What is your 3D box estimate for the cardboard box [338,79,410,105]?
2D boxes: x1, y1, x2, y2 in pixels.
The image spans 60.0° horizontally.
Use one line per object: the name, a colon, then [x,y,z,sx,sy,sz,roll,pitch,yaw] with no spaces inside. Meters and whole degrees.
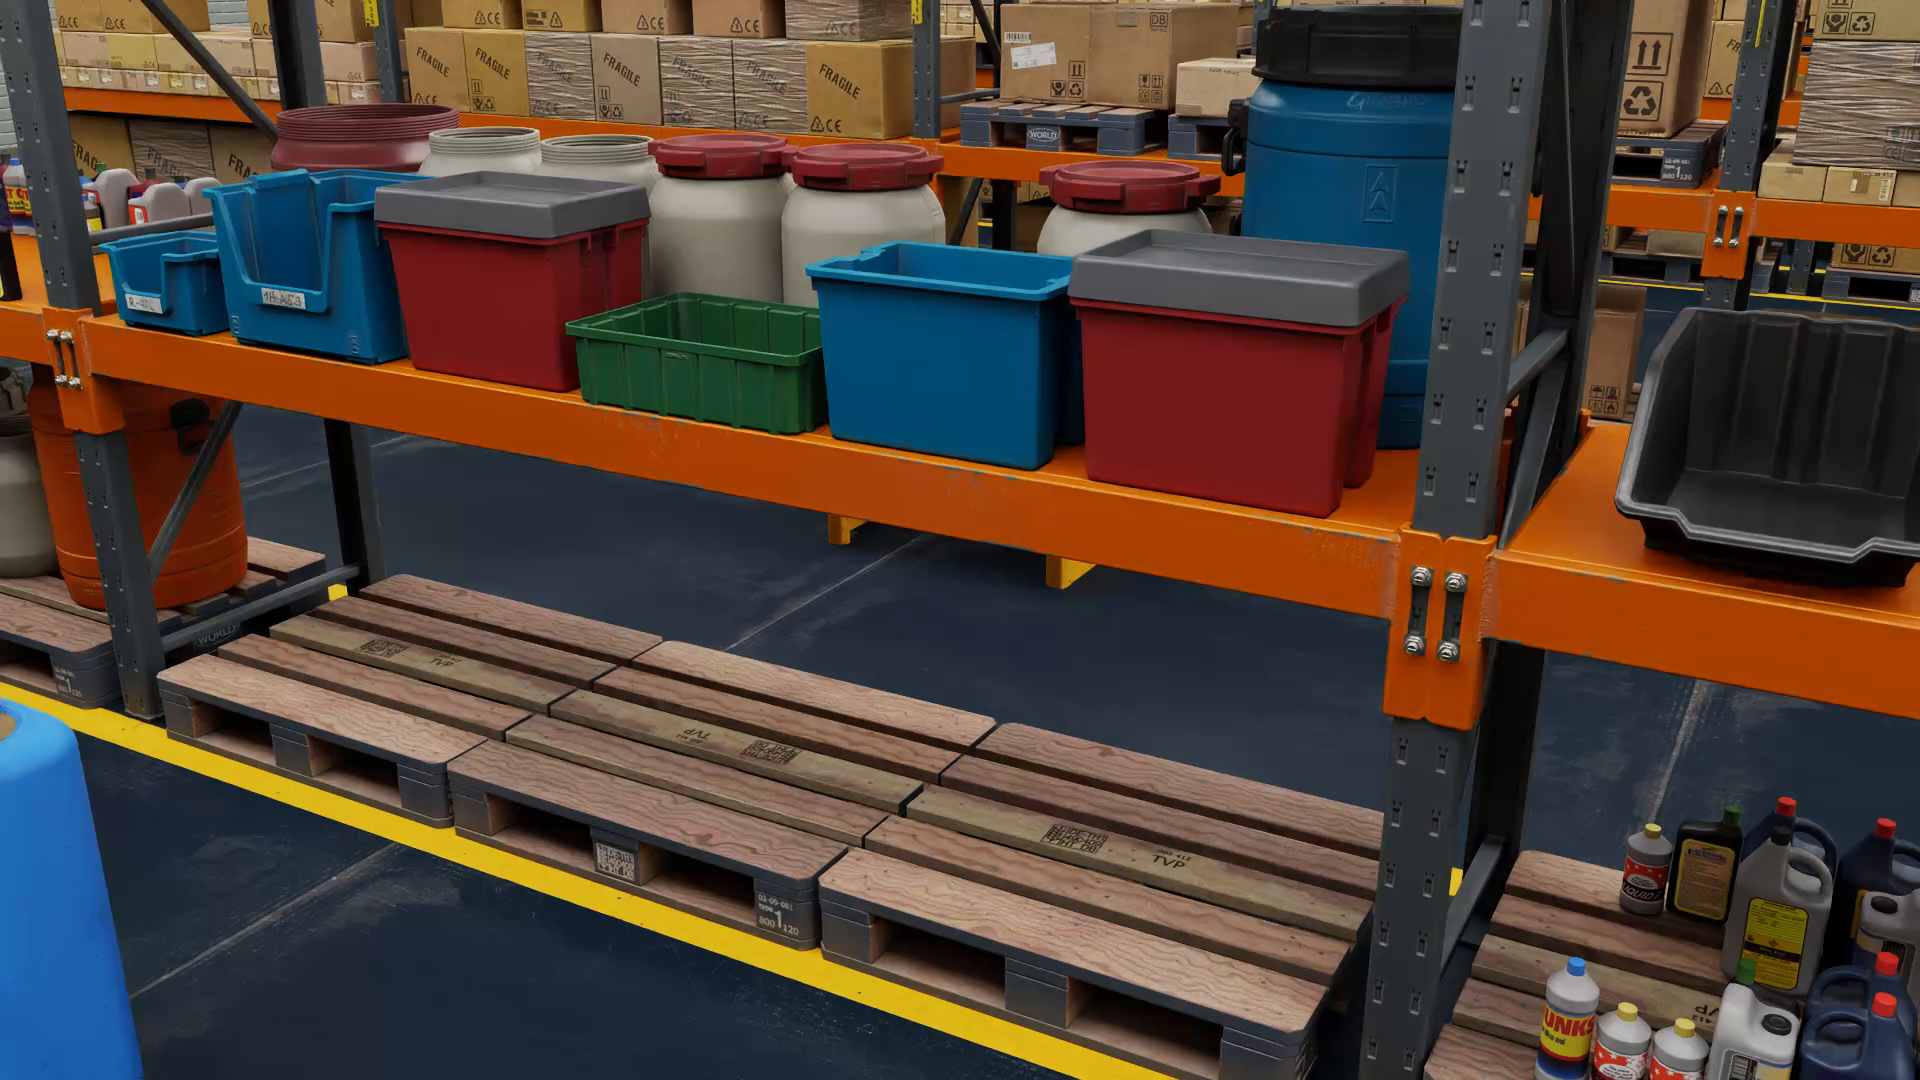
cardboard box: [-3.874,-2.962,11.002,0.250,0.149,0.380,11,23,28]

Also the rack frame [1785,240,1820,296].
rack frame: [6.043,-3.257,11.444,0.127,3.000,1.000,11,23,27]

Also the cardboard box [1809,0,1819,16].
cardboard box: [7.854,-5.140,15.437,0.500,0.500,0.500,10,22,26]

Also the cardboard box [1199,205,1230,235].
cardboard box: [1.112,-1.659,8.960,0.500,0.250,0.500,14,24,33]

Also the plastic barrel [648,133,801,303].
plastic barrel: [-0.626,-0.805,4.485,0.433,0.535,0.433,0,20,0]

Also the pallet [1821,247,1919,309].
pallet: [6.669,-1.796,11.507,1.213,0.211,1.003,11,23,27]

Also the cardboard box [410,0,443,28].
cardboard box: [-3.741,-3.705,11.364,0.500,0.500,0.500,11,23,27]

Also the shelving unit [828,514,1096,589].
shelving unit: [0.067,-0.692,6.574,1.083,1.500,0.587,11,23,27]

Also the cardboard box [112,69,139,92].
cardboard box: [-5.893,-3.347,12.061,0.250,0.149,0.380,10,22,26]

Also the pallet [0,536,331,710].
pallet: [-3.080,0.204,5.992,1.213,0.211,1.003,11,23,27]

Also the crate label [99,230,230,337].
crate label: [-2.186,-0.727,4.717,0.416,0.233,0.303,11,23,27]

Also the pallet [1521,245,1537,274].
pallet: [4.264,-2.254,12.770,1.213,0.211,1.003,11,23,27]

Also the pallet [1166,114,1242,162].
pallet: [1.792,-2.055,8.413,1.213,0.211,1.003,11,23,27]

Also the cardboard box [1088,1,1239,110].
cardboard box: [1.071,-2.566,8.777,0.500,0.500,0.700,15,25,35]

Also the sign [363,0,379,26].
sign: [-3.717,-3.406,10.471,0.005,0.325,0.100,11,23,27]

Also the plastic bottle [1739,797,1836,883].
plastic bottle: [1.824,0.737,3.673,0.185,0.351,0.144,10,22,26]

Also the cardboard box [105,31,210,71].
cardboard box: [-5.759,-3.533,11.989,0.500,0.250,0.500,10,22,26]

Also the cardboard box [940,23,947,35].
cardboard box: [-0.141,-4.335,14.169,0.250,0.149,0.380,11,23,28]

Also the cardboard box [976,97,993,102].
cardboard box: [0.275,-3.824,14.958,0.500,0.250,0.500,12,23,30]

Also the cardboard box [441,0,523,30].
cardboard box: [-2.886,-3.542,10.614,0.637,0.503,0.797,10,22,26]

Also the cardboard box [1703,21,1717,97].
cardboard box: [5.016,-3.395,11.679,0.500,0.500,0.500,11,22,27]

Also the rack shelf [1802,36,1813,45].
rack shelf: [9.041,-6.220,20.668,4.000,0.370,1.077,11,23,27]

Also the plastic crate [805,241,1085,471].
plastic crate: [0.006,-0.406,3.608,0.575,0.384,0.392,11,23,27]

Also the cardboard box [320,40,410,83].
cardboard box: [-3.961,-3.192,11.050,0.500,0.250,0.500,10,22,26]

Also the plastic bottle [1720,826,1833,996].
plastic bottle: [1.753,0.780,3.555,0.185,0.351,0.144,11,23,27]

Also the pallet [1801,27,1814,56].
pallet: [7.773,-4.827,16.056,1.213,0.211,1.003,11,23,27]

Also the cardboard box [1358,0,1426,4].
cardboard box: [3.381,-4.278,12.646,0.500,0.500,0.700,10,22,27]

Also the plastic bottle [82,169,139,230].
plastic bottle: [-2.995,-1.175,5.886,0.135,0.276,0.152,11,23,27]

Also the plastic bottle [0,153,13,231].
plastic bottle: [-3.578,-1.307,6.240,0.133,0.283,0.061,11,23,27]

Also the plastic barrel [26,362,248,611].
plastic barrel: [-2.807,-0.241,5.698,0.708,0.830,0.600,11,23,27]

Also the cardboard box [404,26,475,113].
cardboard box: [-3.168,-3.023,10.655,0.500,0.500,0.500,11,23,27]

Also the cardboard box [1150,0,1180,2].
cardboard box: [1.682,-4.268,13.114,0.250,0.149,0.380,10,22,27]

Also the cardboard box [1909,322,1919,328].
cardboard box: [4.370,-0.648,7.302,0.500,0.500,0.500,-17,26,-39]

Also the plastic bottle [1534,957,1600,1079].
plastic bottle: [1.185,0.937,3.240,0.097,0.271,0.097,0,20,0]

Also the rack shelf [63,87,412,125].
rack shelf: [-5.194,-3.122,12.127,4.000,0.370,1.077,11,23,27]

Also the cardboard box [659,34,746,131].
cardboard box: [-1.395,-2.688,9.729,0.500,0.500,0.500,10,22,26]

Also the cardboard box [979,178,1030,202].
cardboard box: [0.502,-3.237,14.440,0.500,0.500,0.500,11,23,28]

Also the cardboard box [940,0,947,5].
cardboard box: [-0.135,-4.614,14.065,0.250,0.149,0.380,10,22,27]

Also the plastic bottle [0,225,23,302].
plastic bottle: [-2.933,-0.873,5.044,0.133,0.283,0.061,11,23,27]

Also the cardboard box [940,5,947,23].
cardboard box: [-0.141,-4.476,14.121,0.250,0.149,0.380,10,22,25]

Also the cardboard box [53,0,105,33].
cardboard box: [-6.216,-3.971,12.098,0.500,0.500,0.500,10,22,26]

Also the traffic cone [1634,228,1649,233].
traffic cone: [5.609,-2.737,13.731,0.334,0.463,0.336,11,23,27]

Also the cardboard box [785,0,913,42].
cardboard box: [-0.586,-3.107,9.414,0.637,0.503,0.797,12,23,29]

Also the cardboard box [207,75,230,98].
cardboard box: [-4.996,-3.176,11.590,0.250,0.149,0.380,10,22,26]

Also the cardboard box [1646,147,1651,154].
cardboard box: [6.673,-4.029,16.812,0.625,0.372,0.950,12,23,29]

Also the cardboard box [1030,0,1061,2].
cardboard box: [0.772,-4.442,13.591,0.250,0.149,0.380,12,23,30]

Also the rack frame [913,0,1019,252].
rack frame: [0.044,-2.462,9.254,0.127,3.000,1.000,11,23,27]

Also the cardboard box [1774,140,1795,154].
cardboard box: [3.867,-1.731,7.606,0.250,0.149,0.380,11,23,27]

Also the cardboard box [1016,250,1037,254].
cardboard box: [0.639,-1.388,9.314,0.500,0.500,0.700,10,22,24]

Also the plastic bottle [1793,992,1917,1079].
plastic bottle: [1.623,0.974,3.021,0.185,0.351,0.144,11,23,29]
